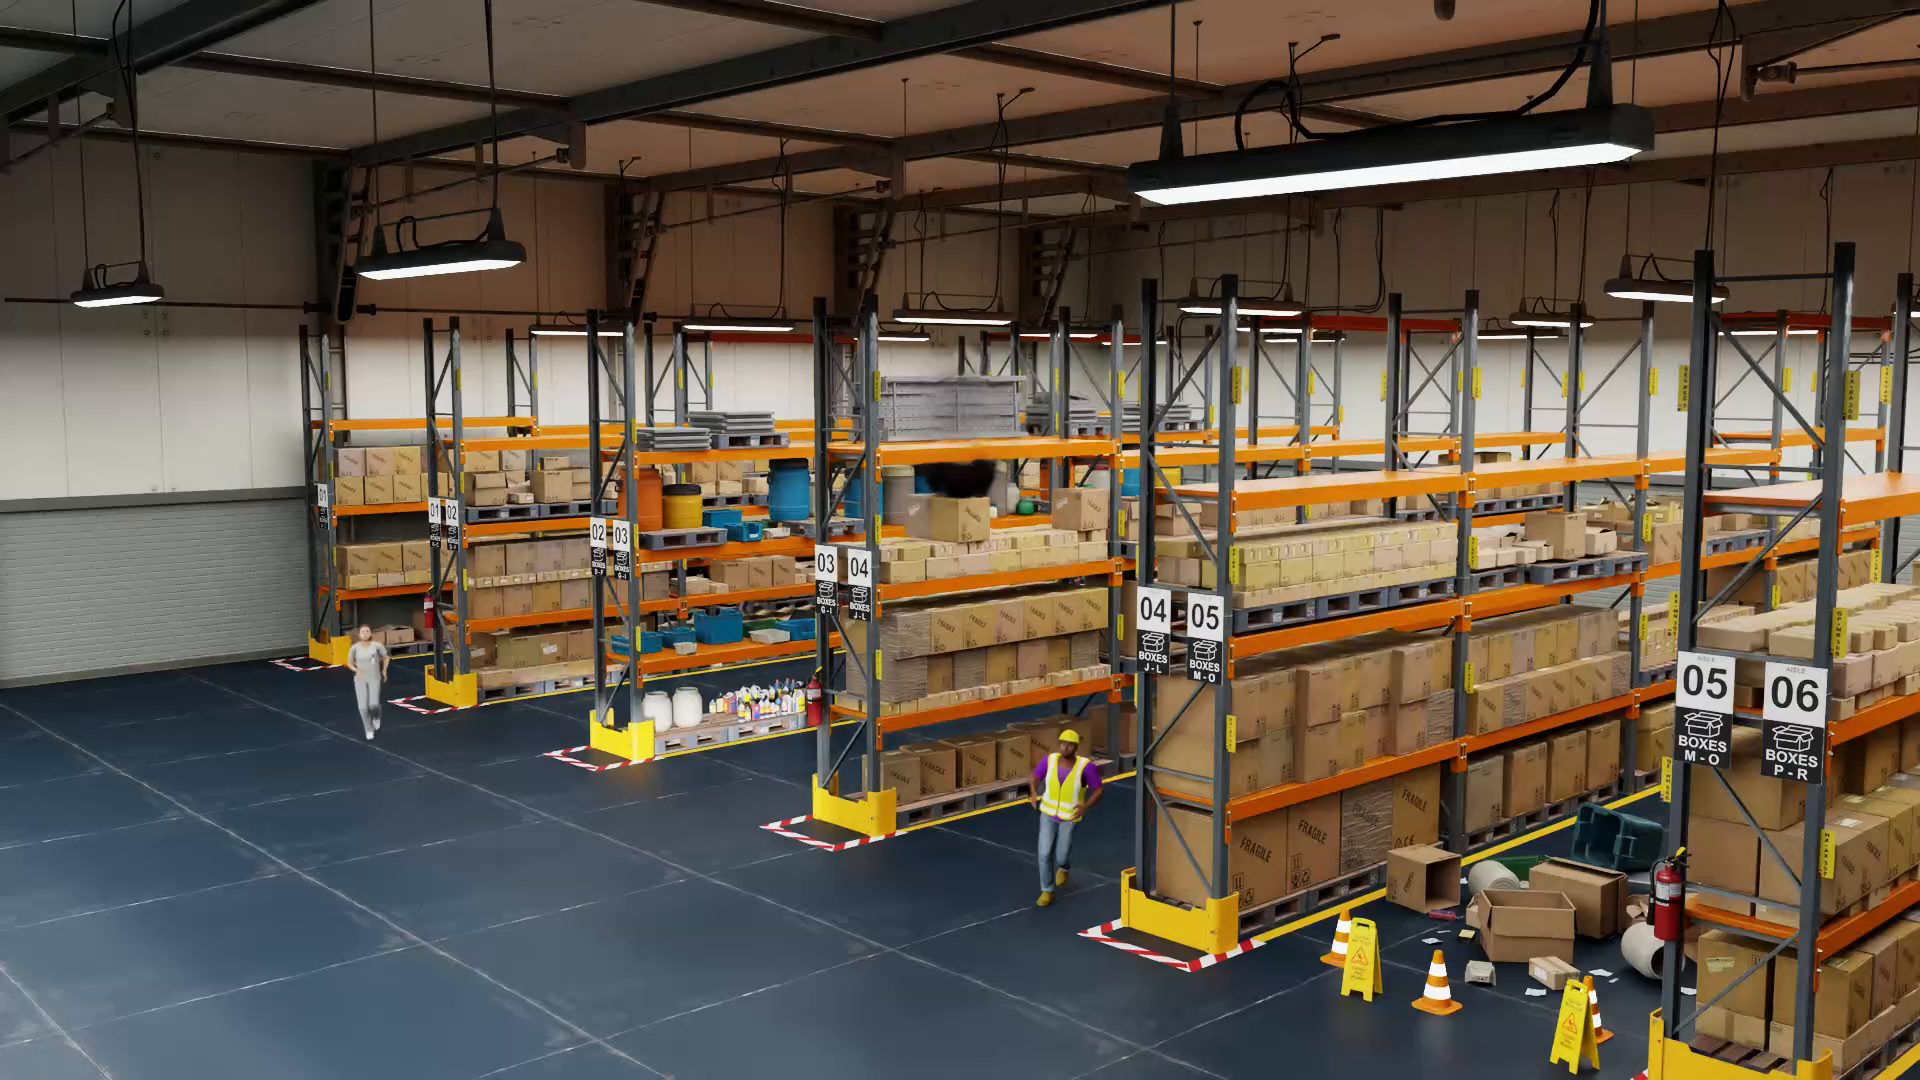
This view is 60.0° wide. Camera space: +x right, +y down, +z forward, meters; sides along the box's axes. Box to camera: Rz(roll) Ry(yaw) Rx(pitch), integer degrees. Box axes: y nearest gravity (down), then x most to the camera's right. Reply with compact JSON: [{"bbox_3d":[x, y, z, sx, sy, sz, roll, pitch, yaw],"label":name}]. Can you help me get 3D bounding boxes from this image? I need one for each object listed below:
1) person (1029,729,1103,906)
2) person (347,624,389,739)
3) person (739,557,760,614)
[{"bbox_3d":[1.029,2.682,16.291,0.737,1.714,0.642,2,6,21],"label":"person"},{"bbox_3d":[-8.335,1.993,23.428,0.558,1.631,0.556,-2,6,-15],"label":"person"},{"bbox_3d":[-4.102,1.099,32.731,0.525,1.561,0.681,5,7,38],"label":"person"}]
